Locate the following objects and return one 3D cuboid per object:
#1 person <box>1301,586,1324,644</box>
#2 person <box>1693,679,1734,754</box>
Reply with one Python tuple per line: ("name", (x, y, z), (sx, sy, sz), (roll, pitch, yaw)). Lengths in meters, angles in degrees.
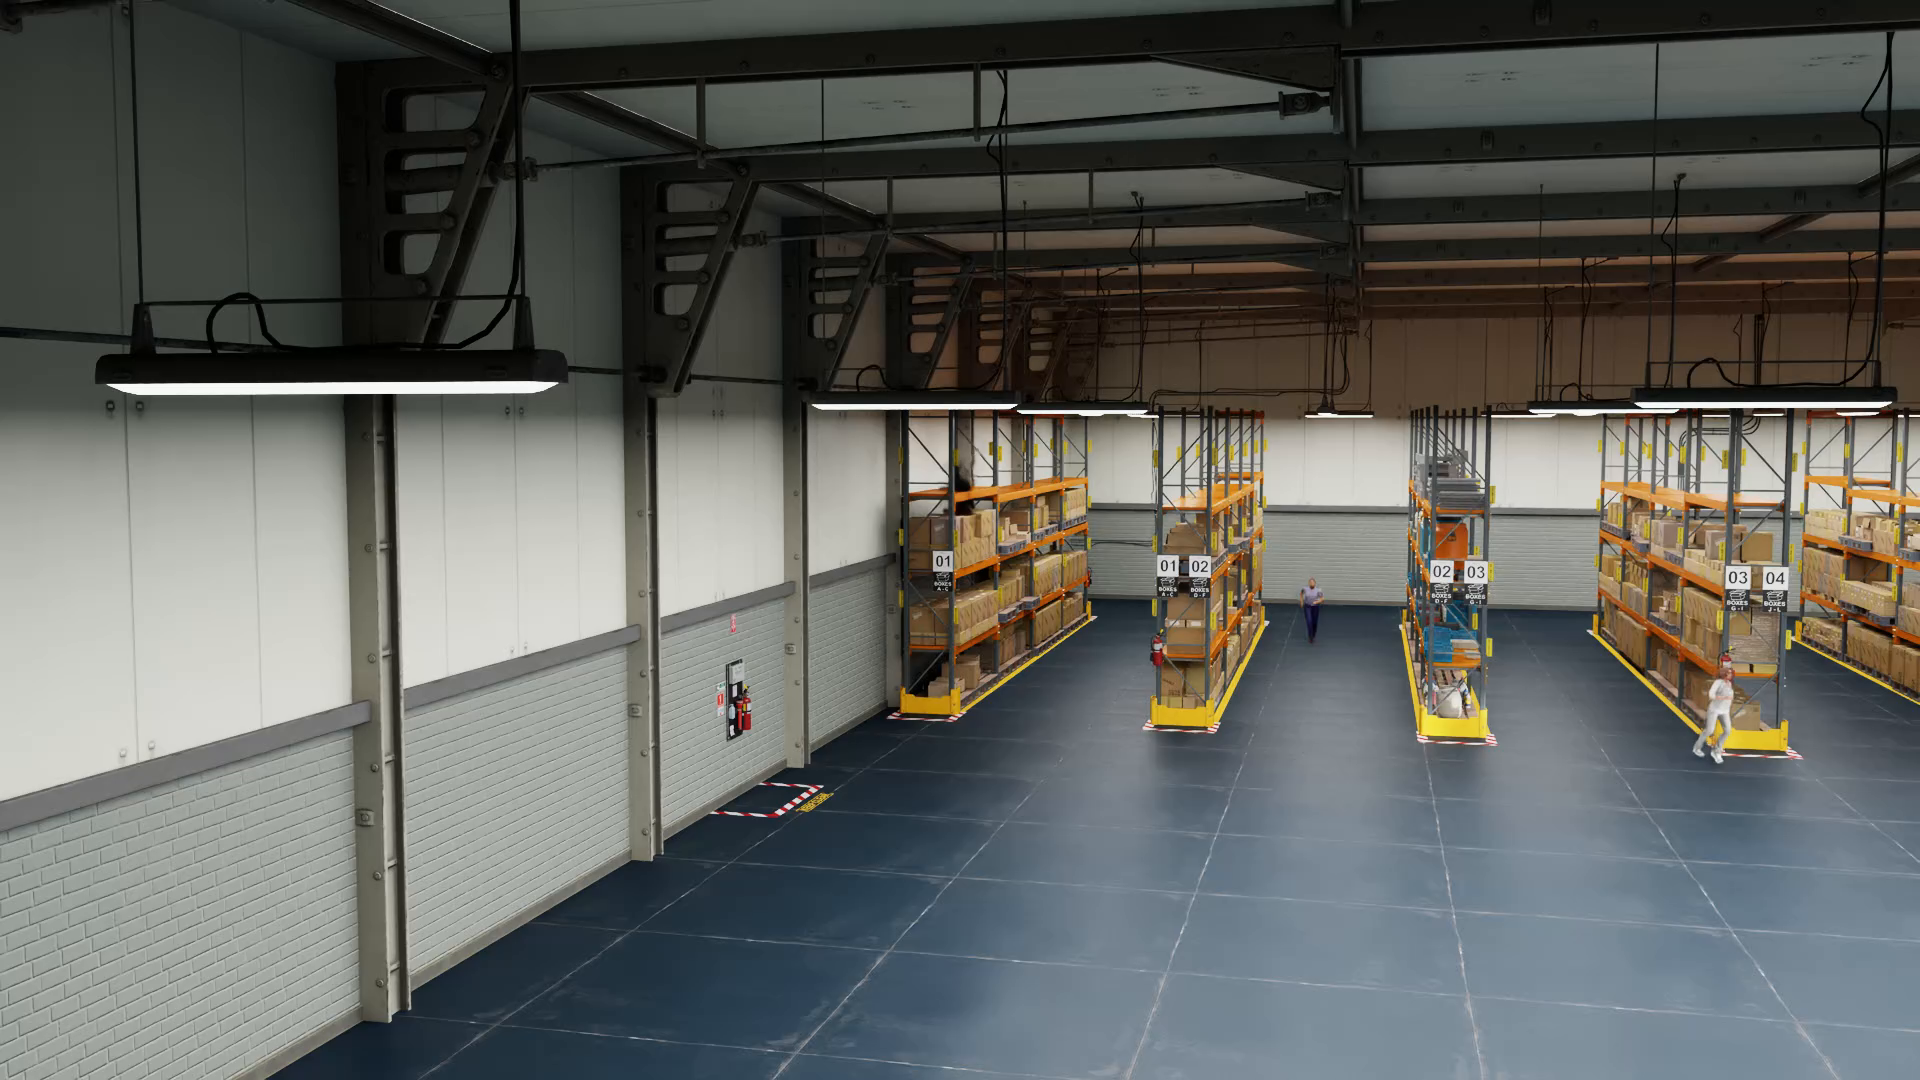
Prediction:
("person", (9.146, 1.903, 43.194), (0.590, 1.480, 0.988), (1, 4, 13))
("person", (12.765, 2.957, 28.065), (0.464, 1.248, 0.604), (-1, 4, -18))
